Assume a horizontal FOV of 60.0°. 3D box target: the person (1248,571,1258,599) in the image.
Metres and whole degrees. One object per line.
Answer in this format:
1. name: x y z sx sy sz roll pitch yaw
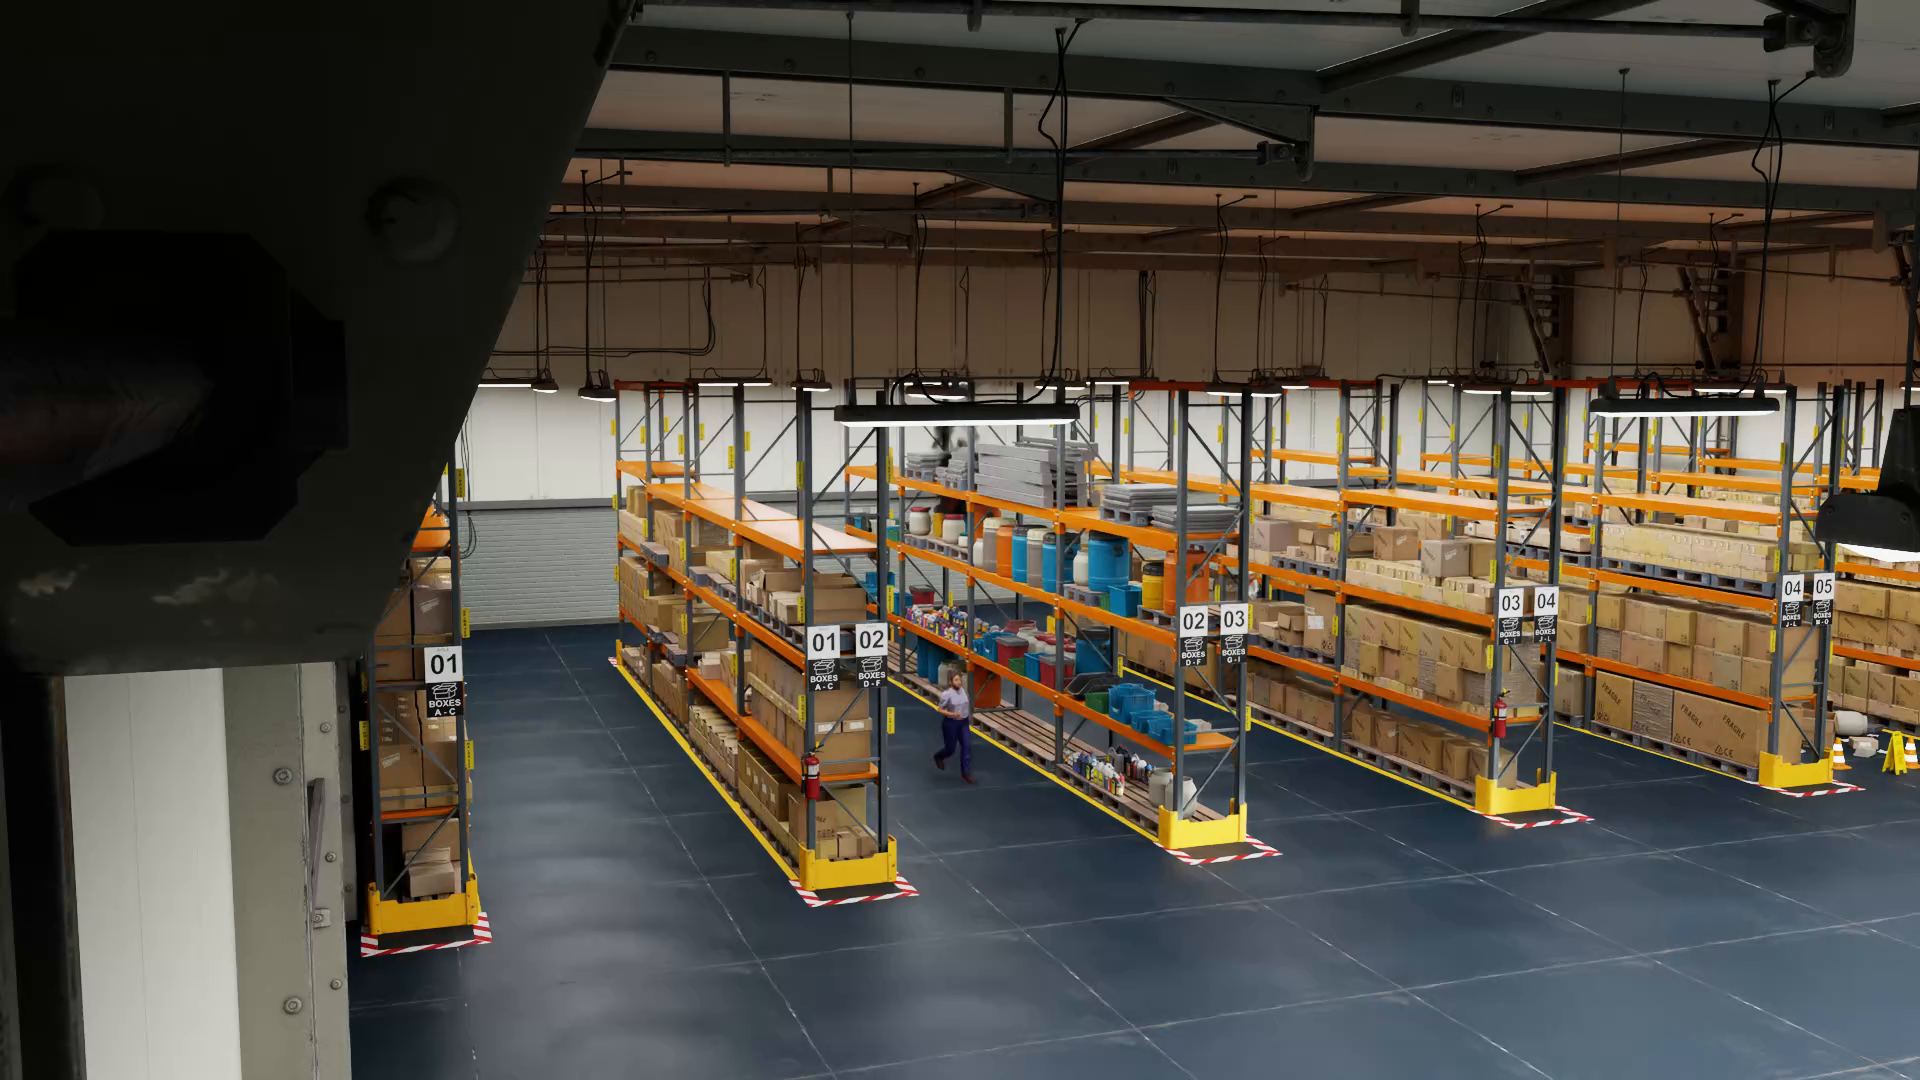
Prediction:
1. person: 6.432 1.531 37.103 0.616 1.846 0.846 -2 6 -18

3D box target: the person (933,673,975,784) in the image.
1. person: -0.073 2.836 25.349 0.608 1.644 0.903 -4 7 -34

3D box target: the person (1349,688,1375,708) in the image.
1. person: 7.478 2.207 30.651 0.692 1.836 0.894 -2 7 -22
